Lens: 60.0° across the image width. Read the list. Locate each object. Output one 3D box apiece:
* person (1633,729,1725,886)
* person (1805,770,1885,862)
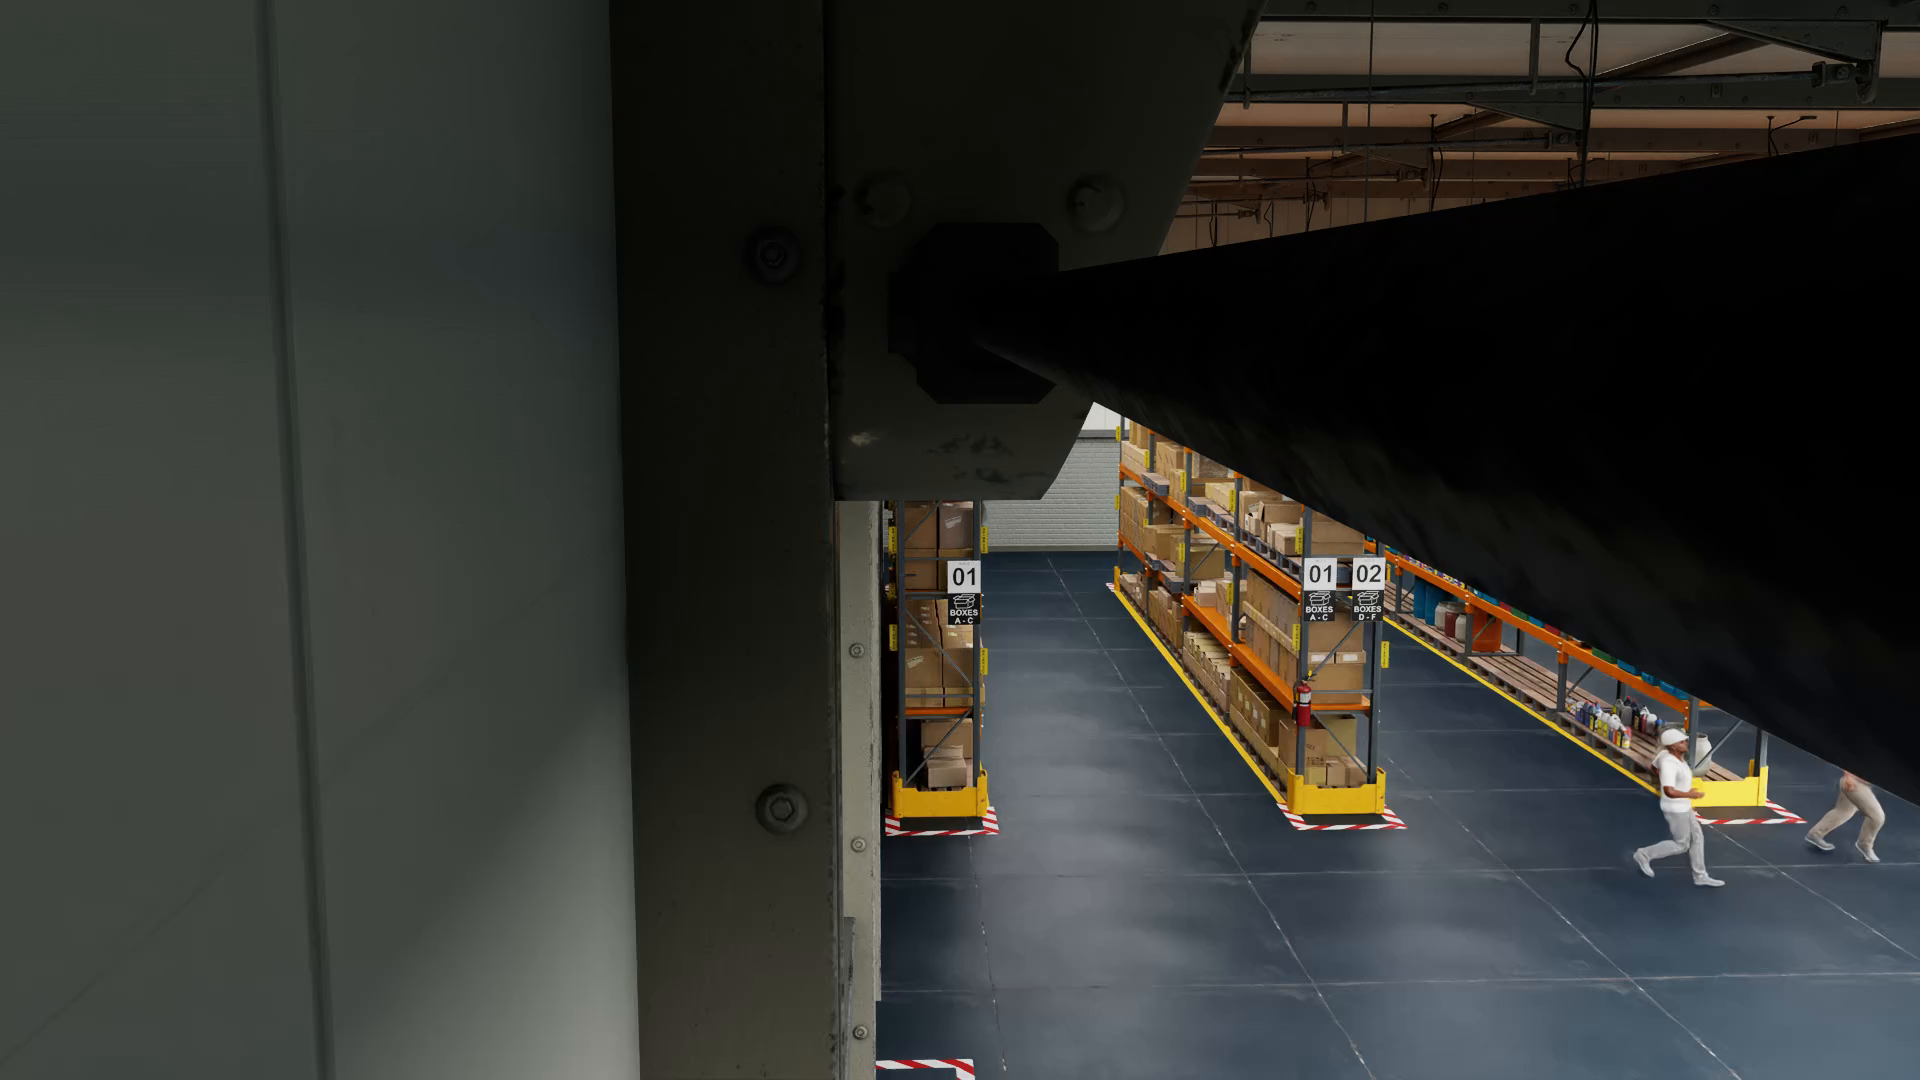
[{"bbox_3d":[7.844,2.897,18.052,0.931,1.711,0.715,4,9,25],"label":"person"},{"bbox_3d":[10.237,2.837,19.007,0.960,1.672,0.674,7,11,40],"label":"person"}]
